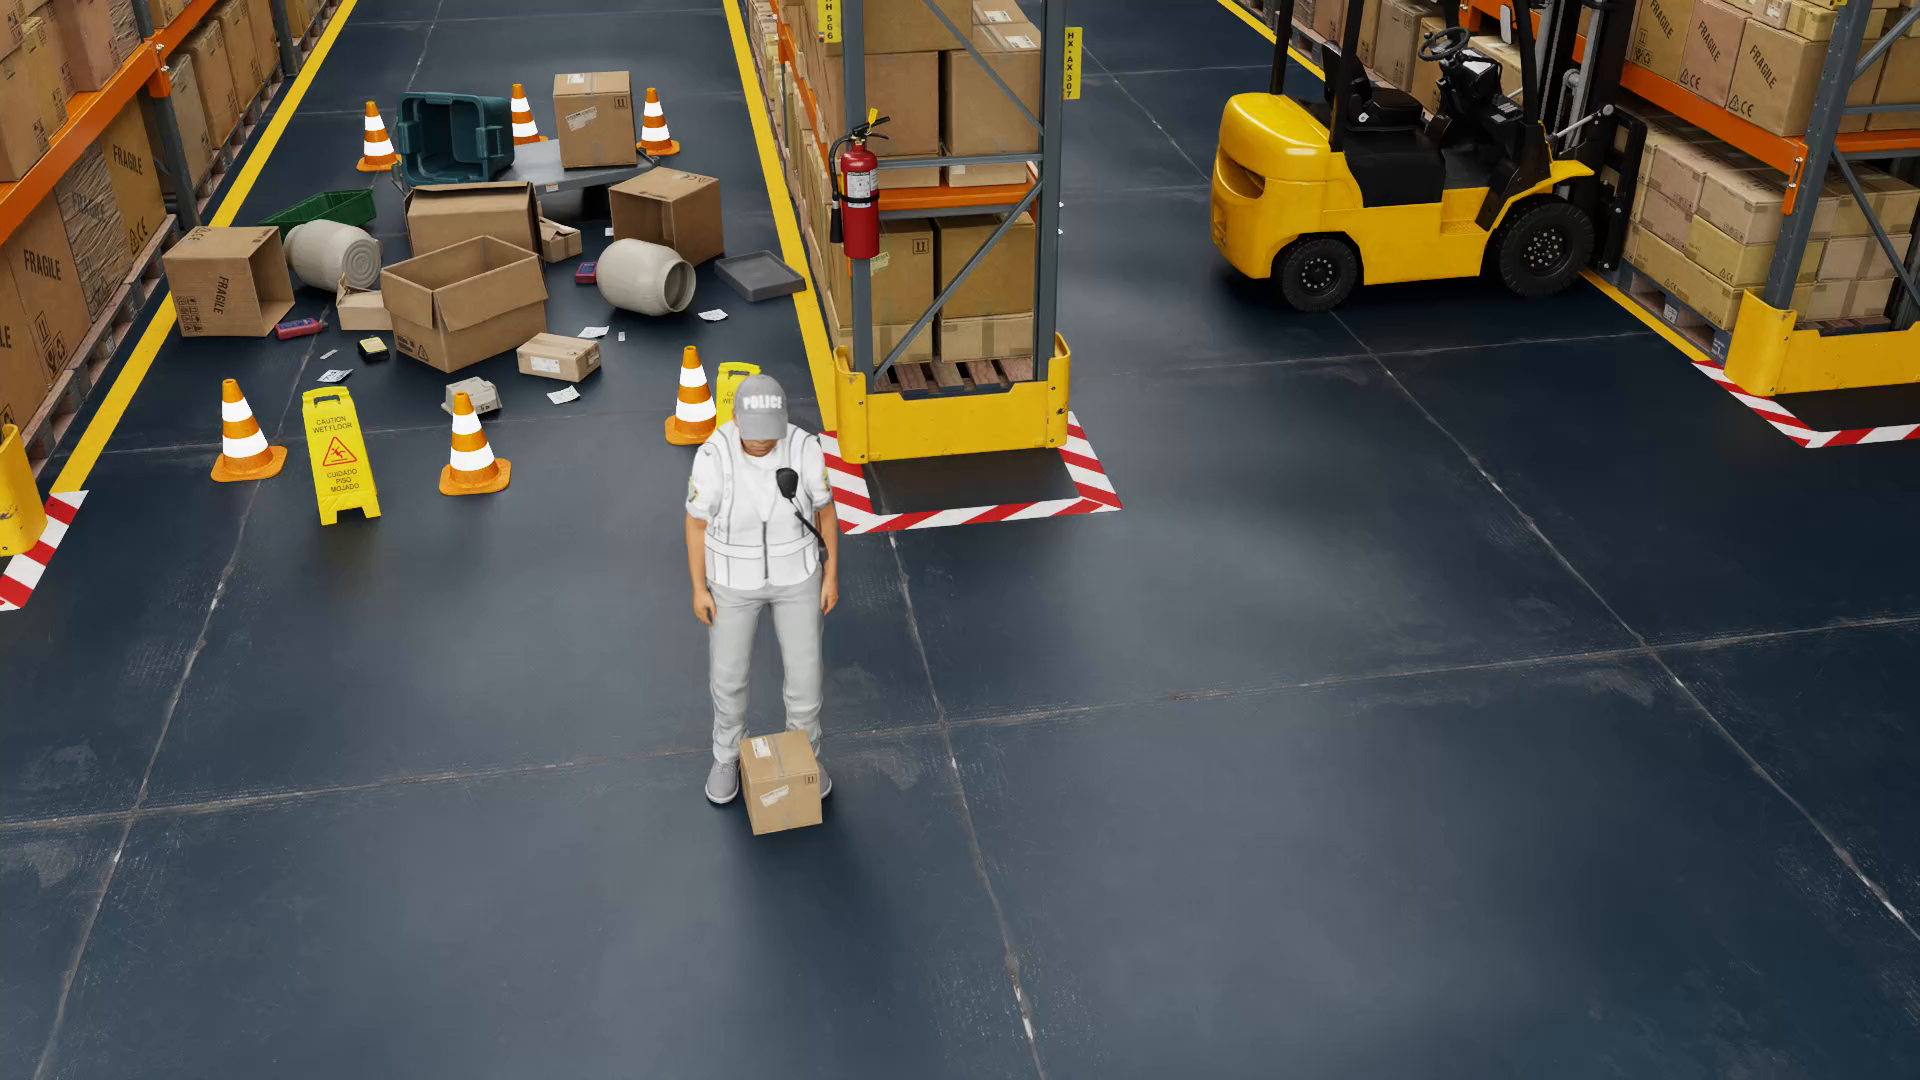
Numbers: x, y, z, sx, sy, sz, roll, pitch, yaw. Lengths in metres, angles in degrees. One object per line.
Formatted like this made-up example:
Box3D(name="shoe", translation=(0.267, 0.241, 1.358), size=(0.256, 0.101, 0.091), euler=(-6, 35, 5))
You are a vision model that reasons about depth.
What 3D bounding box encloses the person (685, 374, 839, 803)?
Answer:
Box3D(name="person", translation=(-0.691, 0.160, 5.858), size=(0.544, 1.666, 0.471), euler=(-6, 31, -9))
